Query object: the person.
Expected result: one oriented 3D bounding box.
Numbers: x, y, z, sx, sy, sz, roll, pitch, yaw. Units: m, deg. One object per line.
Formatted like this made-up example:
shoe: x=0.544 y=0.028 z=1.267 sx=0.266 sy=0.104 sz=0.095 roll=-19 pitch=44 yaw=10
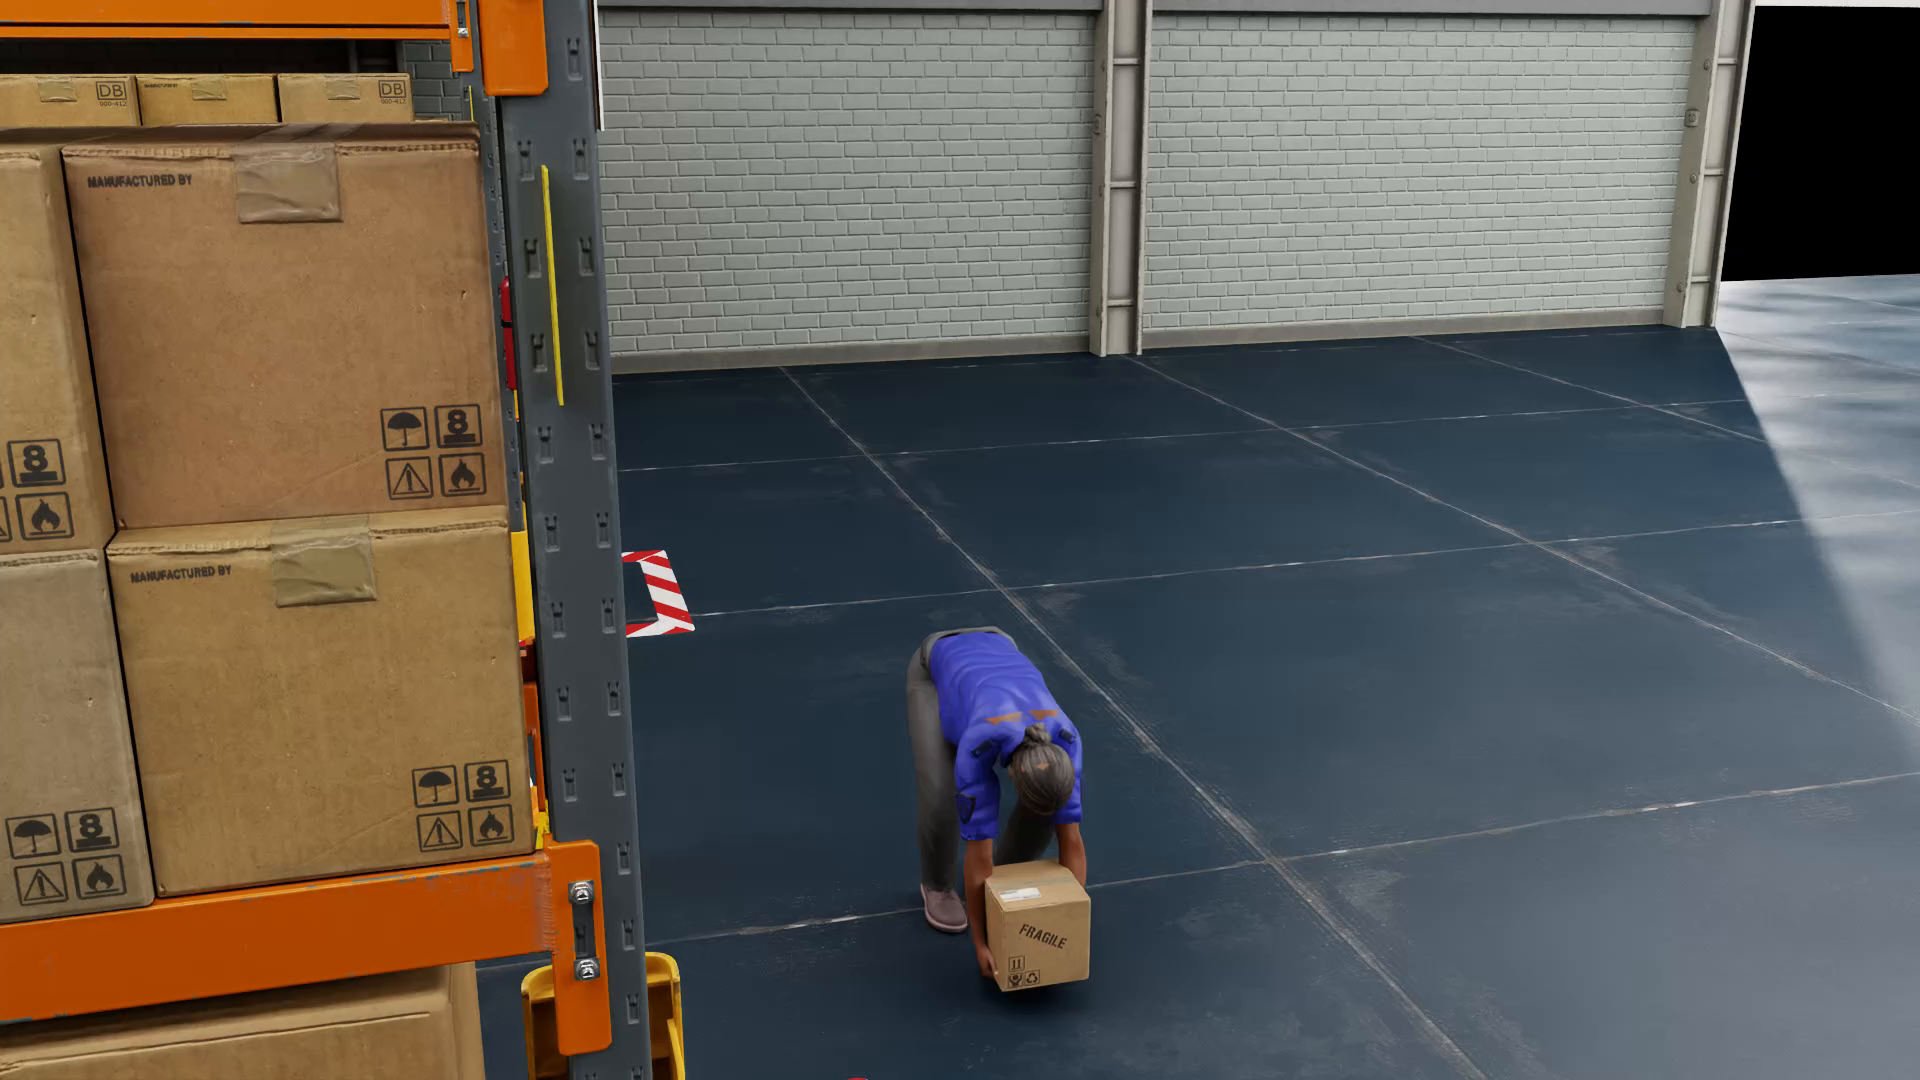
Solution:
person: x=0.121 y=0.754 z=4.841 sx=0.464 sy=0.878 sz=0.867 roll=-5 pitch=17 yaw=-18
